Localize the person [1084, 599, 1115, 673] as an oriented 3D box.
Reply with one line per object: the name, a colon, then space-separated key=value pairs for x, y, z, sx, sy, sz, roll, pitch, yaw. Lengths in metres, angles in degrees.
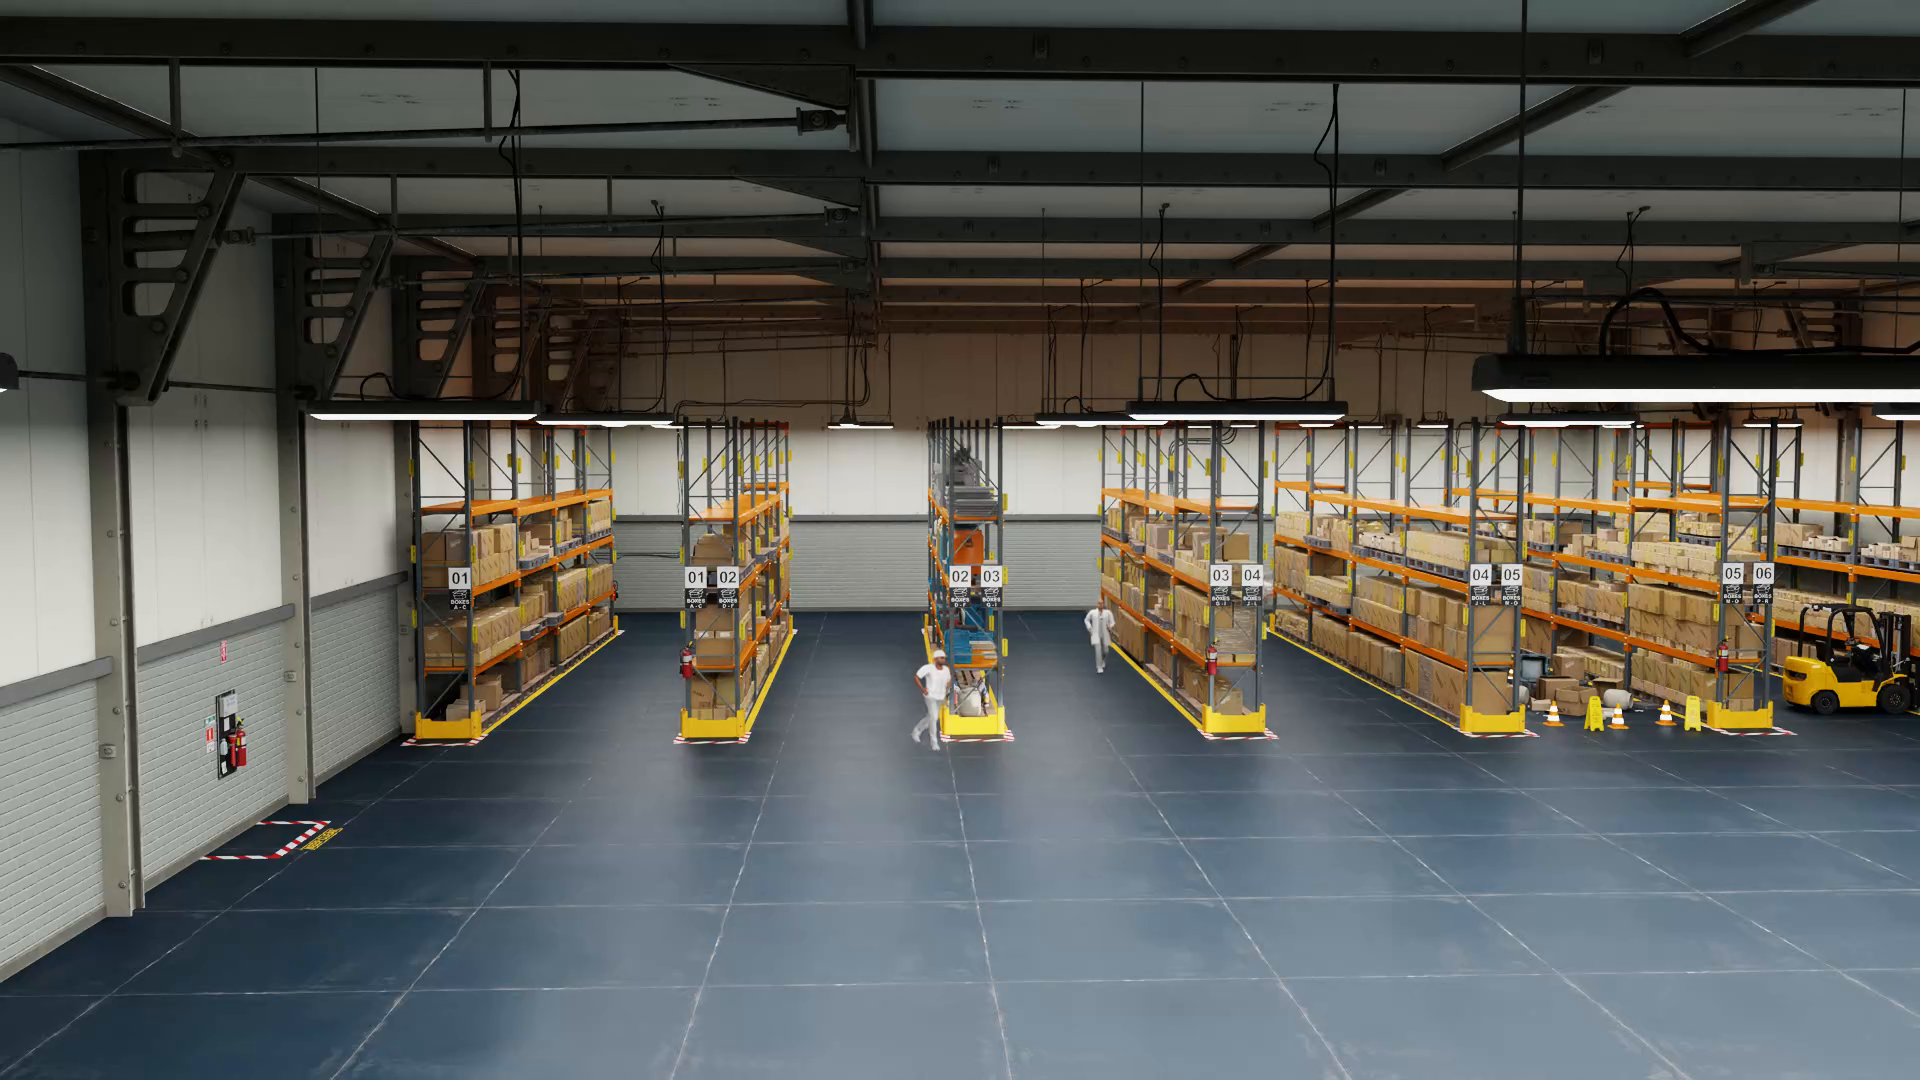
person: x=3.327 y=2.271 z=39.593 sx=0.716 sy=1.736 sz=0.835 roll=0 pitch=4 yaw=-3

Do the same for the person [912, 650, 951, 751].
person: x=-0.453 y=2.880 z=30.313 sx=0.730 sy=1.747 sz=0.900 roll=-3 pitch=5 yaw=-43

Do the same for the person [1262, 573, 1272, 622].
person: x=8.751 y=1.754 z=48.623 sx=0.511 sy=1.602 sz=0.666 roll=-3 pitch=5 yaw=-37

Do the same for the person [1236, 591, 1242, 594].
person: x=7.787 y=1.848 z=46.445 sx=0.750 sy=1.715 sz=0.640 roll=0 pitch=4 yaw=-2
